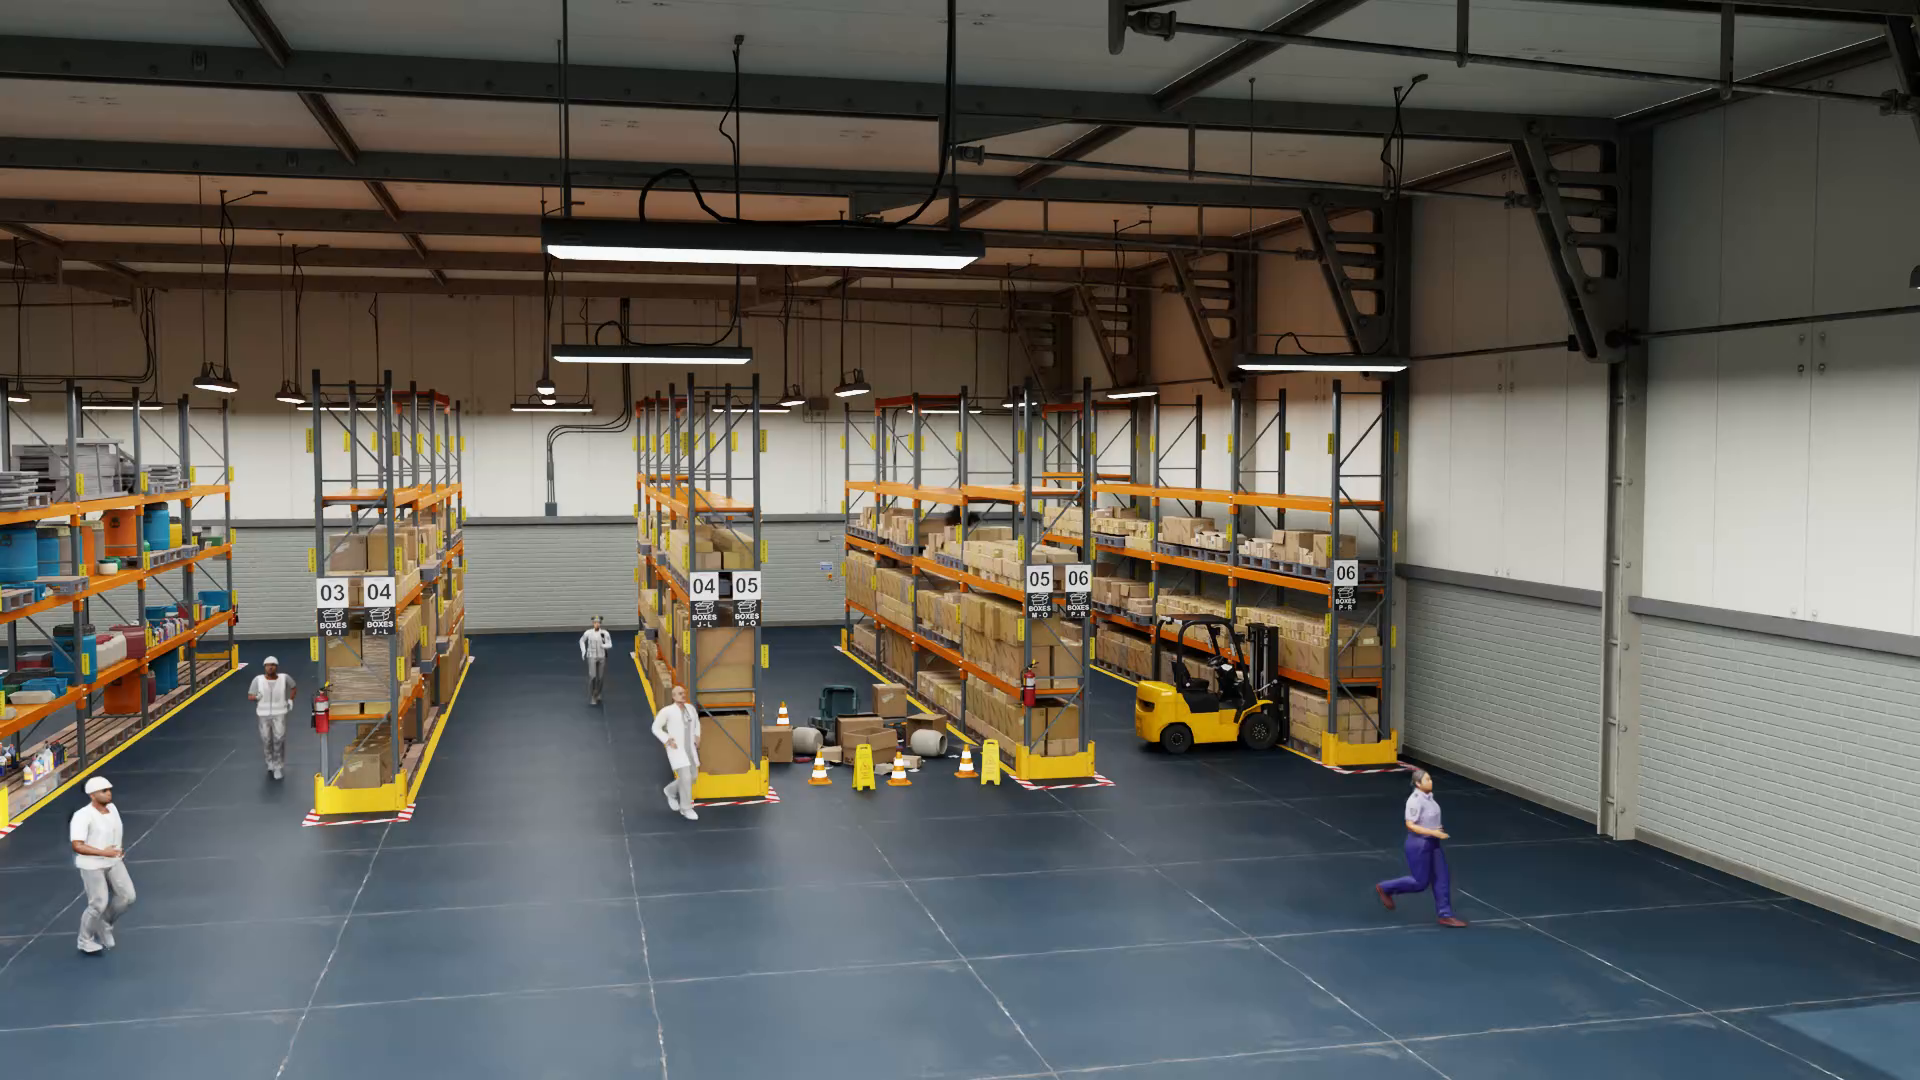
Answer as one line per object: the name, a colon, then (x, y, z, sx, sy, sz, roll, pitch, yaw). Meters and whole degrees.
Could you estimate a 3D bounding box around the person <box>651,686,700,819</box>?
person: (-3.778, 2.856, 22.438, 0.738, 1.775, 0.732, 3, 4, 41)

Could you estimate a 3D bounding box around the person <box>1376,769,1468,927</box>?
person: (4.832, 3.196, 17.336, 0.932, 1.602, 0.621, 2, 4, 34)

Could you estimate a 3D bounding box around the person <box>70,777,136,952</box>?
person: (-8.381, 3.183, 16.321, 0.639, 1.745, 0.723, 1, 3, 14)

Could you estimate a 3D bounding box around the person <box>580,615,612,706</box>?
person: (-6.991, 2.313, 31.997, 0.576, 1.749, 0.719, -1, 3, -19)

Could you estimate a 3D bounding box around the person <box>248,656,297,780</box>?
person: (-10.335, 2.667, 24.989, 0.657, 1.841, 0.733, -1, 3, -16)
